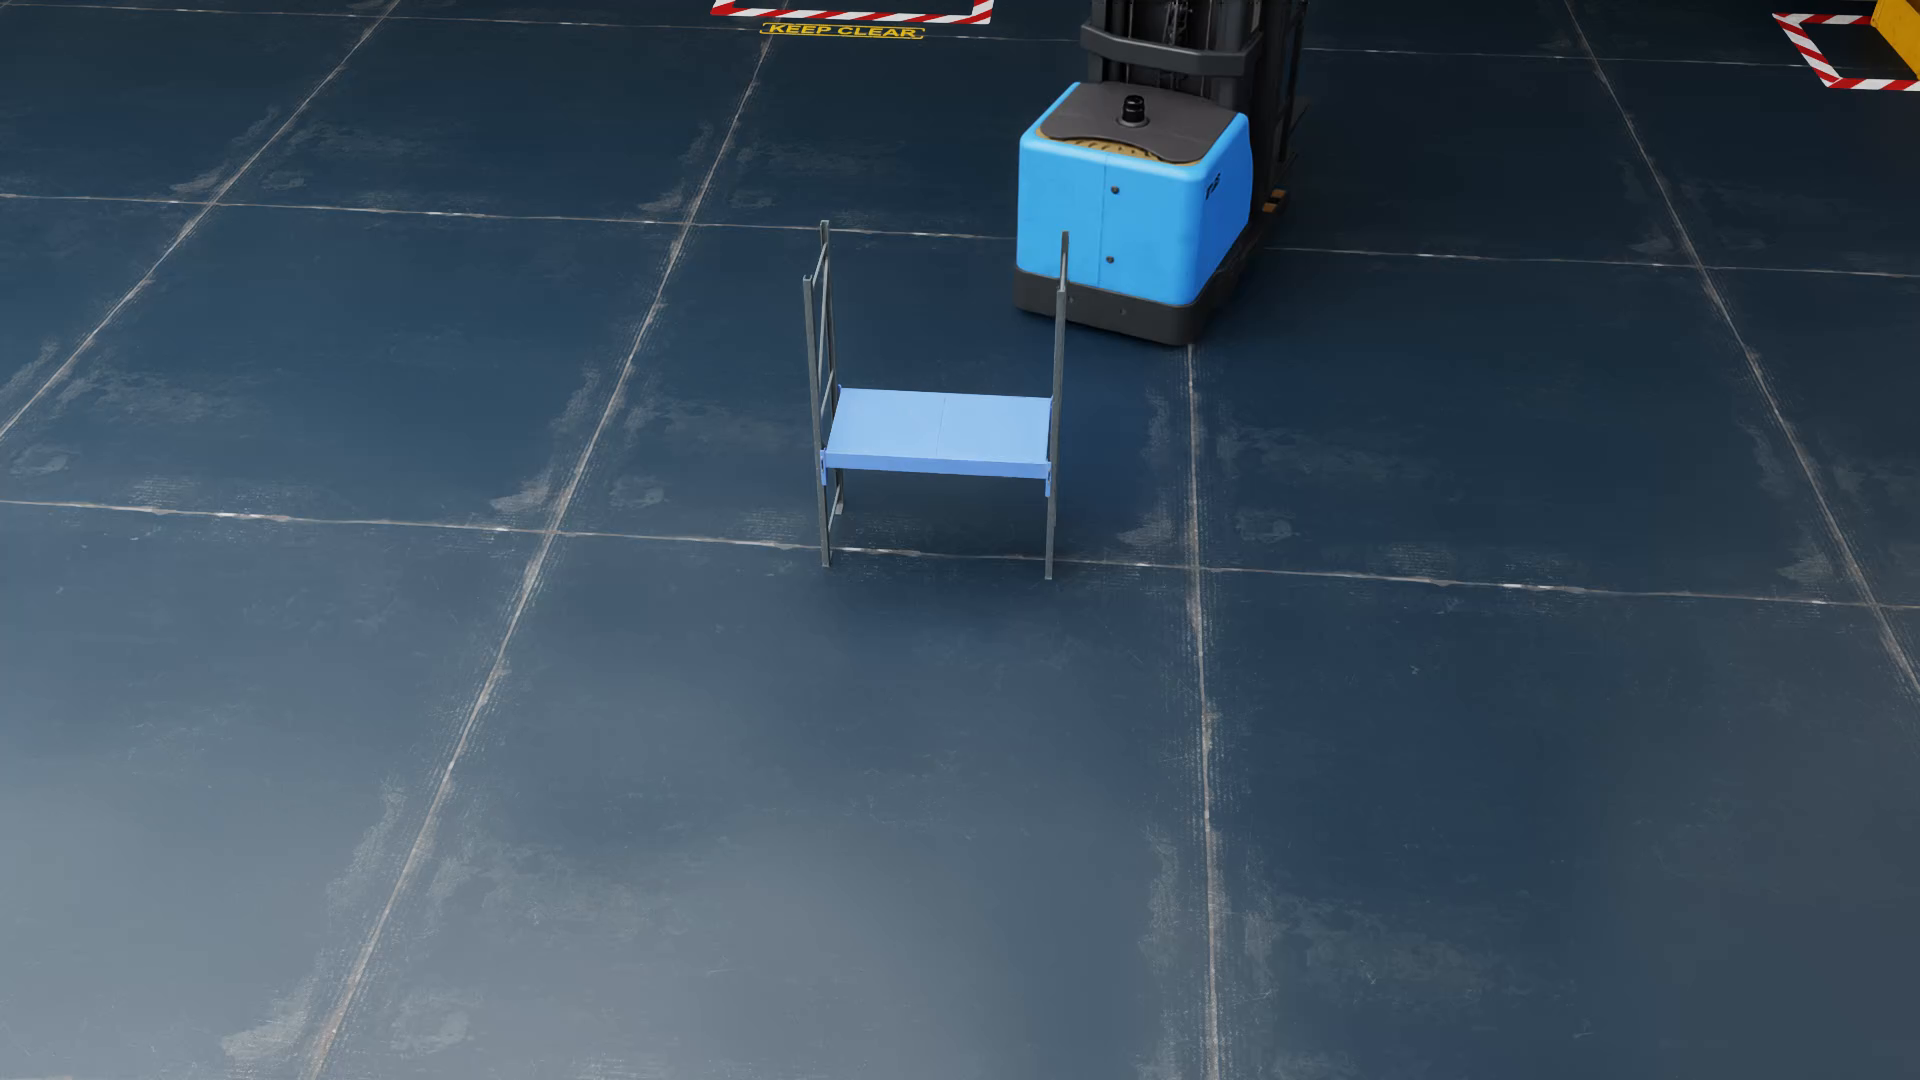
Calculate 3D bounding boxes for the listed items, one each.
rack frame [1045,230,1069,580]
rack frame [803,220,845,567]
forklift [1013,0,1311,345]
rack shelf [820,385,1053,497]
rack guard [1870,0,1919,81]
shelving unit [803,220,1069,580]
[{"bbox_3d":[0.421,-0.559,7.248,0.032,1.500,0.500,3,39,4],"label":"rack frame"},{"bbox_3d":[-0.591,-0.614,7.316,0.032,1.500,0.500,3,39,4],"label":"rack frame"},{"bbox_3d":[1.373,-3.110,9.249,1.130,2.935,3.031,16,42,19],"label":"forklift"},{"bbox_3d":[-0.085,-0.447,7.396,1.000,0.185,0.538,3,39,4],"label":"rack shelf"},{"bbox_3d":[6.986,-3.748,11.959,0.348,0.500,1.175,3,39,4],"label":"rack guard"},{"bbox_3d":[-0.085,-0.586,7.282,1.048,1.500,0.538,3,39,4],"label":"shelving unit"}]
